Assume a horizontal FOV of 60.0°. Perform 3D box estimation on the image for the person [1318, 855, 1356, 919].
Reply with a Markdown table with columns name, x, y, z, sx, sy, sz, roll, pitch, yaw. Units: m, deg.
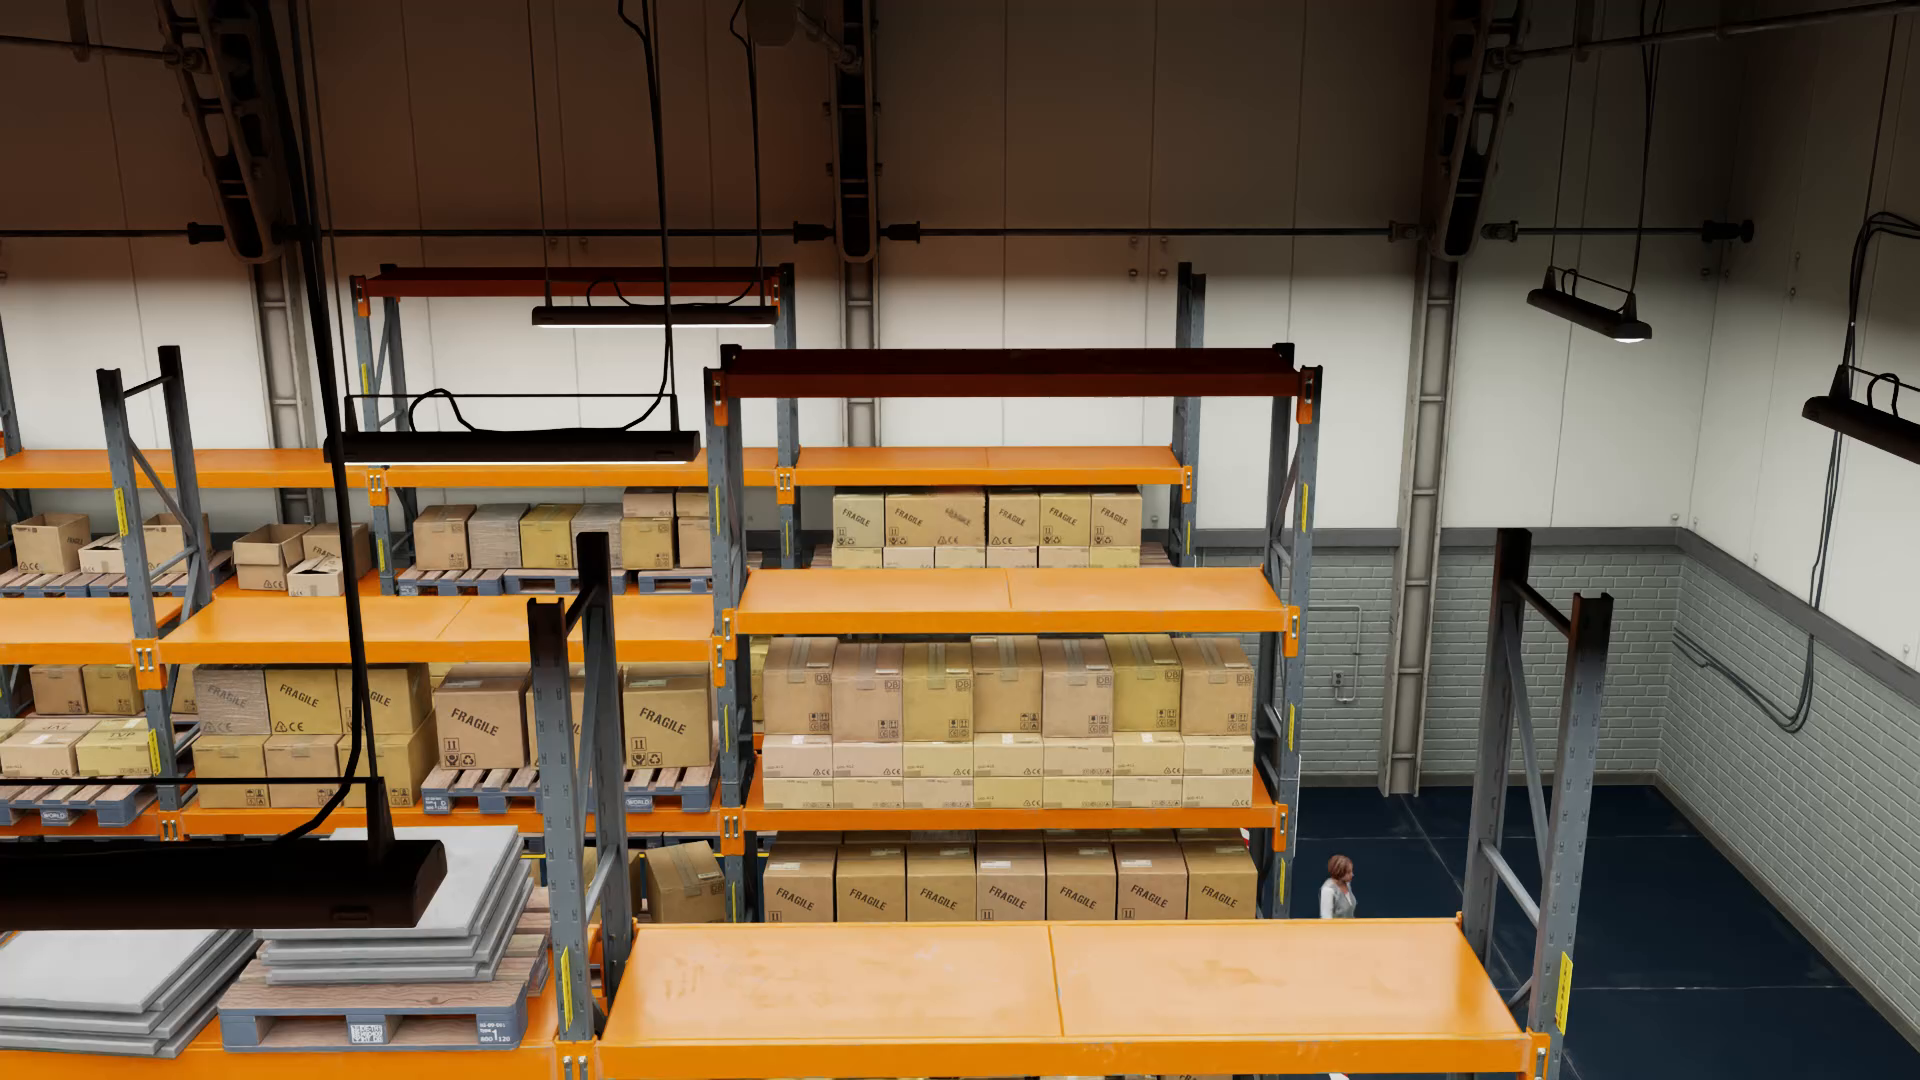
| name | x | y | z | sx | sy | sz | roll | pitch | yaw |
| --- | --- | --- | --- | --- | --- | --- | --- | --- | --- |
| person | 3.170 | 3.387 | 14.118 | 0.753 | 1.560 | 0.498 | 15 | 22 | 41 |
